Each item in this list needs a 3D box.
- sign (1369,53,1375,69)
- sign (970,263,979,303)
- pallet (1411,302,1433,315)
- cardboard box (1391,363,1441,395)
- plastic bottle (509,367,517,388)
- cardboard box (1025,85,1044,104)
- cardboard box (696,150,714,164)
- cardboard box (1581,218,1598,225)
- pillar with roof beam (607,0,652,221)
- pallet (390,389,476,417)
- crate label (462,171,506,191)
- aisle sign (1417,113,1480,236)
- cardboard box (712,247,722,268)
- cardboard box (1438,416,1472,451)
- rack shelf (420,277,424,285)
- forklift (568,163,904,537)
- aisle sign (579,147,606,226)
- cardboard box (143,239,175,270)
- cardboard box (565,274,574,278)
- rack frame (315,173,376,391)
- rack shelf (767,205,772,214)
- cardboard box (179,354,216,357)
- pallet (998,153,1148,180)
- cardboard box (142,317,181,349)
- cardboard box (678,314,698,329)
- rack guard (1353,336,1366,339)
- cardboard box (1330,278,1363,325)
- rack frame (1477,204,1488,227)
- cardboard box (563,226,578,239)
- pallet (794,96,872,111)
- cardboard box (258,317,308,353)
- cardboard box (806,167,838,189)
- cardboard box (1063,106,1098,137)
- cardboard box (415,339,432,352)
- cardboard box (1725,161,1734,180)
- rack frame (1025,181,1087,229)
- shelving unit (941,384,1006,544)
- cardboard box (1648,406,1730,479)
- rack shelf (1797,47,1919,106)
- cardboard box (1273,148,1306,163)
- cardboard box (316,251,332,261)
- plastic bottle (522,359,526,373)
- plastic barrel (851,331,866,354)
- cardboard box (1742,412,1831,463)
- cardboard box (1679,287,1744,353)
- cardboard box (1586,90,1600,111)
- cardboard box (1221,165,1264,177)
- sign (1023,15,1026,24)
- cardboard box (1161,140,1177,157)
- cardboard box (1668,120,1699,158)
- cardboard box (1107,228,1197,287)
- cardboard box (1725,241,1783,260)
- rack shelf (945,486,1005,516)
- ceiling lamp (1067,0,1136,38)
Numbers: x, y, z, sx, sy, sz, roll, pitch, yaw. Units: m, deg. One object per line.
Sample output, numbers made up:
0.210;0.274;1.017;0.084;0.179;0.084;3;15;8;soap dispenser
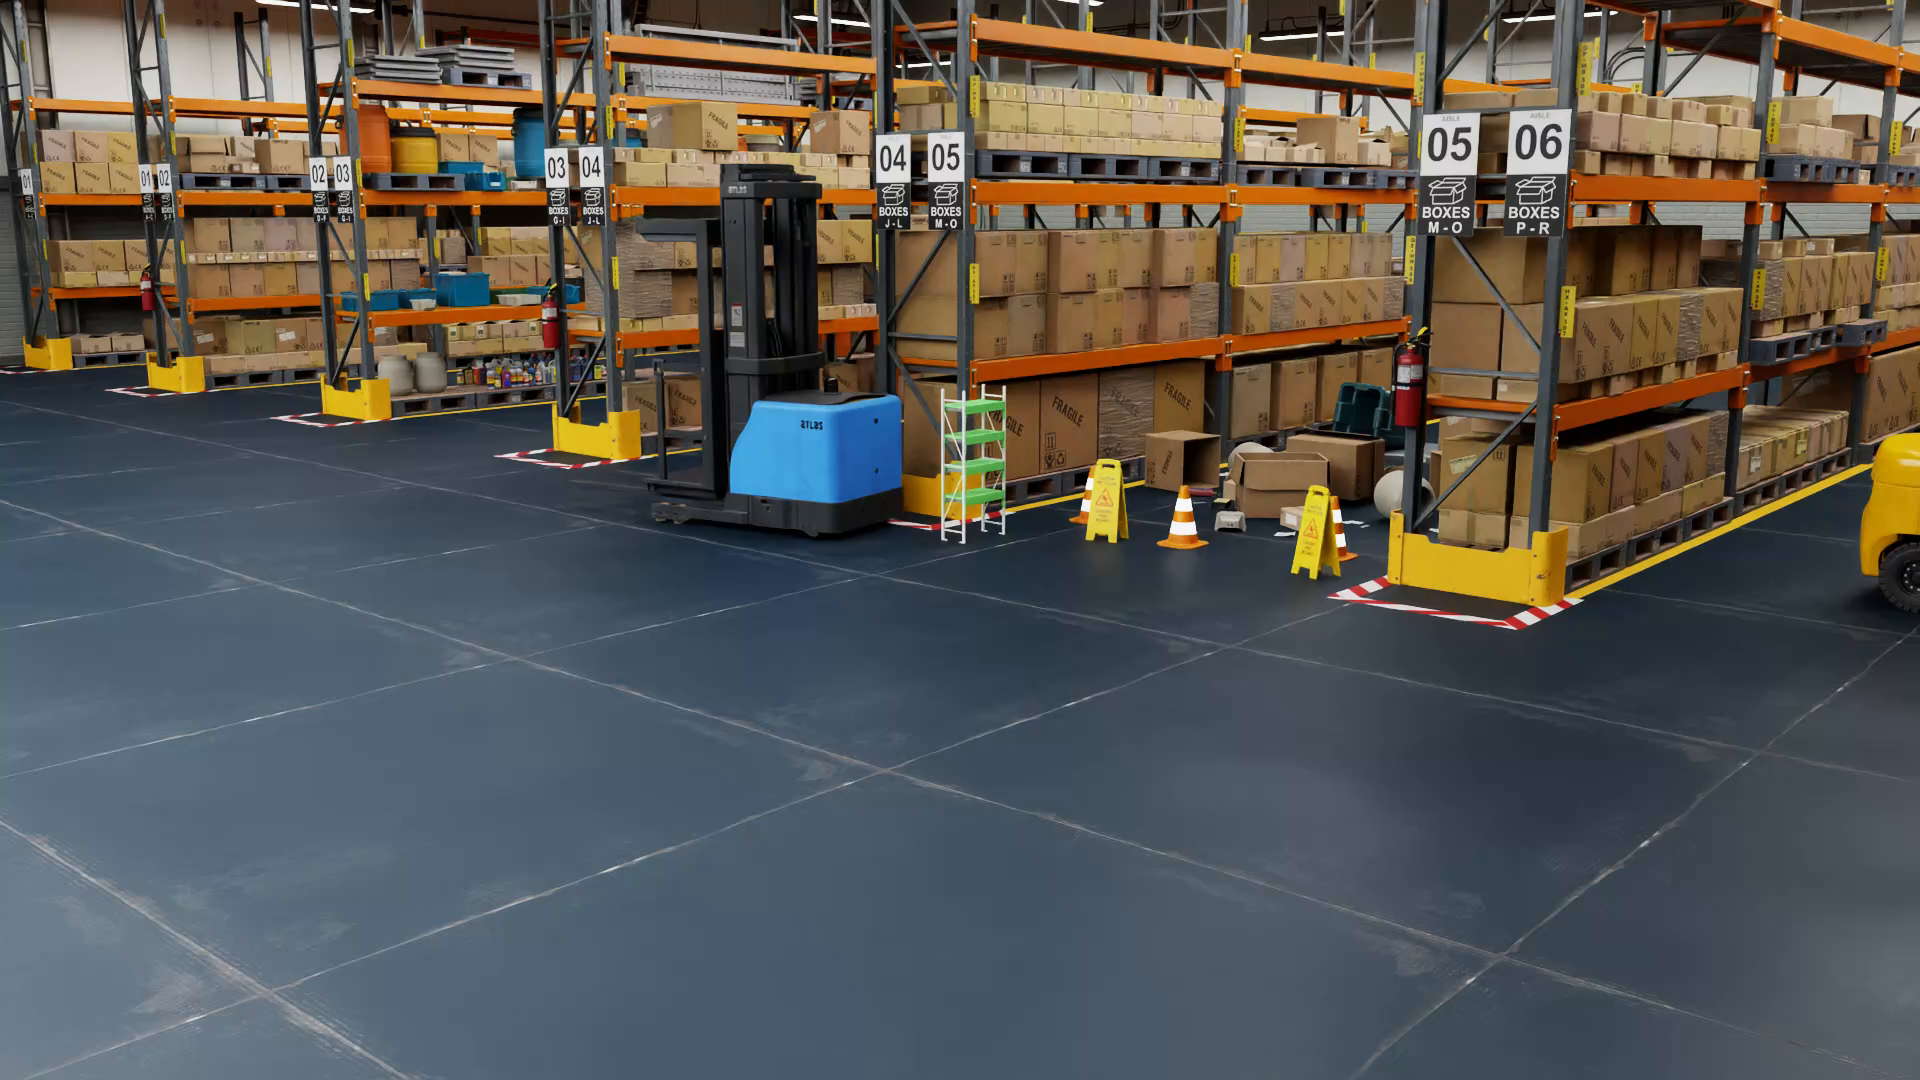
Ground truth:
7.007;-8.115;28.277;0.100;0.325;0.005;10;15;40;sign
0.119;-2.129;13.798;0.100;0.325;0.005;10;15;40;sign
5.377;-2.940;20.760;1.213;0.211;1.003;10;15;40;pallet
5.646;-1.966;20.707;0.500;0.500;0.500;9;14;38;cardboard box
-6.016;-2.189;22.356;0.097;0.271;0.097;0;11;0;plastic bottle
0.500;-3.814;14.269;0.380;0.149;0.250;10;15;40;cardboard box
-2.883;-4.142;18.000;0.380;0.149;0.250;10;15;40;cardboard box
8.795;-4.372;23.875;0.500;0.500;0.500;10;15;41;cardboard box
-4.148;-8.681;33.700;9.100;9.000;0.548;10;15;40;pillar with roof beam
-7.118;-1.803;21.700;1.003;0.211;1.213;10;15;40;pallet
-6.190;-4.665;21.631;0.502;0.251;0.408;10;15;40;crate label
3.232;-2.416;11.012;0.394;0.787;0.004;10;15;40;aisle sign
-2.721;-3.271;18.364;0.500;0.500;0.500;10;15;40;cardboard box
4.775;-1.073;15.372;0.500;0.500;0.500;10;15;40;cardboard box
-11.155;-4.845;31.649;1.077;0.370;4.000;10;15;40;rack shelf
-2.002;-1.650;13.988;3.031;2.935;1.130;7;13;30;forklift
-3.768;-3.621;17.045;0.394;0.787;0.004;10;15;40;aisle sign
-13.563;-4.875;28.377;0.500;0.500;0.500;10;15;42;cardboard box
-6.910;-4.534;28.897;0.250;0.149;0.380;-11;16;-43;cardboard box
-7.673;-3.035;20.746;1.000;3.000;0.127;10;15;40;rack frame
-2.150;-6.853;34.044;1.077;0.370;4.000;10;15;40;rack shelf
-11.260;-2.650;24.769;0.500;0.250;0.500;10;15;40;cardboard box
0.993;-3.456;15.425;1.003;0.211;1.213;10;15;40;pallet
-13.693;-3.581;28.740;0.700;0.500;0.500;9;14;37;cardboard box
-3.081;-2.391;18.164;0.380;0.149;0.250;10;15;40;cardboard box
6.625;-3.526;29.588;1.175;0.500;0.348;10;15;40;rack guard
4.231;-2.716;18.897;0.500;0.500;0.500;9;15;39;cardboard box
7.627;-3.504;23.094;1.000;3.000;0.127;10;15;40;rack frame
-7.992;-6.403;34.628;0.500;0.250;0.500;10;15;41;cardboard box
-1.893;-6.967;26.620;1.213;0.211;1.003;10;15;40;pallet
-10.222;-3.100;25.107;0.500;0.500;0.500;10;15;40;cardboard box
-1.770;-4.204;19.324;0.500;0.250;0.500;10;15;42;cardboard box
0.884;-3.723;14.831;0.500;0.250;0.500;10;15;40;cardboard box
-8.695;-3.220;27.623;0.500;0.250;0.500;10;15;40;cardboard box
5.920;-2.938;13.243;0.380;0.149;0.250;10;15;41;cardboard box
1.328;-3.571;23.433;1.000;3.000;0.127;10;15;40;rack frame
0.109;-0.613;13.216;0.258;1.200;0.503;10;15;40;shelving unit
5.943;-0.805;13.616;0.500;0.500;0.500;10;15;40;cardboard box
10.092;-4.977;18.013;1.077;0.370;4.000;10;15;40;rack shelf
3.467;-4.102;17.745;0.380;0.149;0.250;10;15;40;cardboard box
-9.782;-4.337;25.357;0.380;0.149;0.250;10;15;42;cardboard box
-6.142;-2.395;23.356;0.061;0.283;0.133;11;15;43;plastic bottle
-1.777;-3.366;27.686;0.421;0.512;0.421;0;11;0;plastic barrel
7.911;-1.016;16.275;0.950;0.372;0.625;9;15;39;cardboard box
6.025;-1.799;13.544;0.500;0.500;0.500;9;15;39;cardboard box
4.034;-2.917;11.103;0.380;0.149;0.250;10;15;40;cardboard box
4.440;-6.058;26.640;0.700;0.500;0.500;9;14;37;cardboard box
0.909;-7.120;23.095;0.100;0.325;0.005;10;15;40;sign
1.842;-3.721;15.840;0.380;0.149;0.250;10;15;41;cardboard box
5.038;-2.921;12.140;0.500;0.250;0.500;10;15;42;cardboard box
1.802;-2.784;16.351;0.875;0.550;0.550;10;15;40;cardboard box
6.708;-2.444;14.045;0.380;0.149;0.250;10;15;40;cardboard box
0.109;-0.315;13.275;0.258;0.148;0.480;10;15;40;rack shelf
2.819;-11.905;34.936;2.000;3.185;0.800;10;15;40;ceiling lamp
